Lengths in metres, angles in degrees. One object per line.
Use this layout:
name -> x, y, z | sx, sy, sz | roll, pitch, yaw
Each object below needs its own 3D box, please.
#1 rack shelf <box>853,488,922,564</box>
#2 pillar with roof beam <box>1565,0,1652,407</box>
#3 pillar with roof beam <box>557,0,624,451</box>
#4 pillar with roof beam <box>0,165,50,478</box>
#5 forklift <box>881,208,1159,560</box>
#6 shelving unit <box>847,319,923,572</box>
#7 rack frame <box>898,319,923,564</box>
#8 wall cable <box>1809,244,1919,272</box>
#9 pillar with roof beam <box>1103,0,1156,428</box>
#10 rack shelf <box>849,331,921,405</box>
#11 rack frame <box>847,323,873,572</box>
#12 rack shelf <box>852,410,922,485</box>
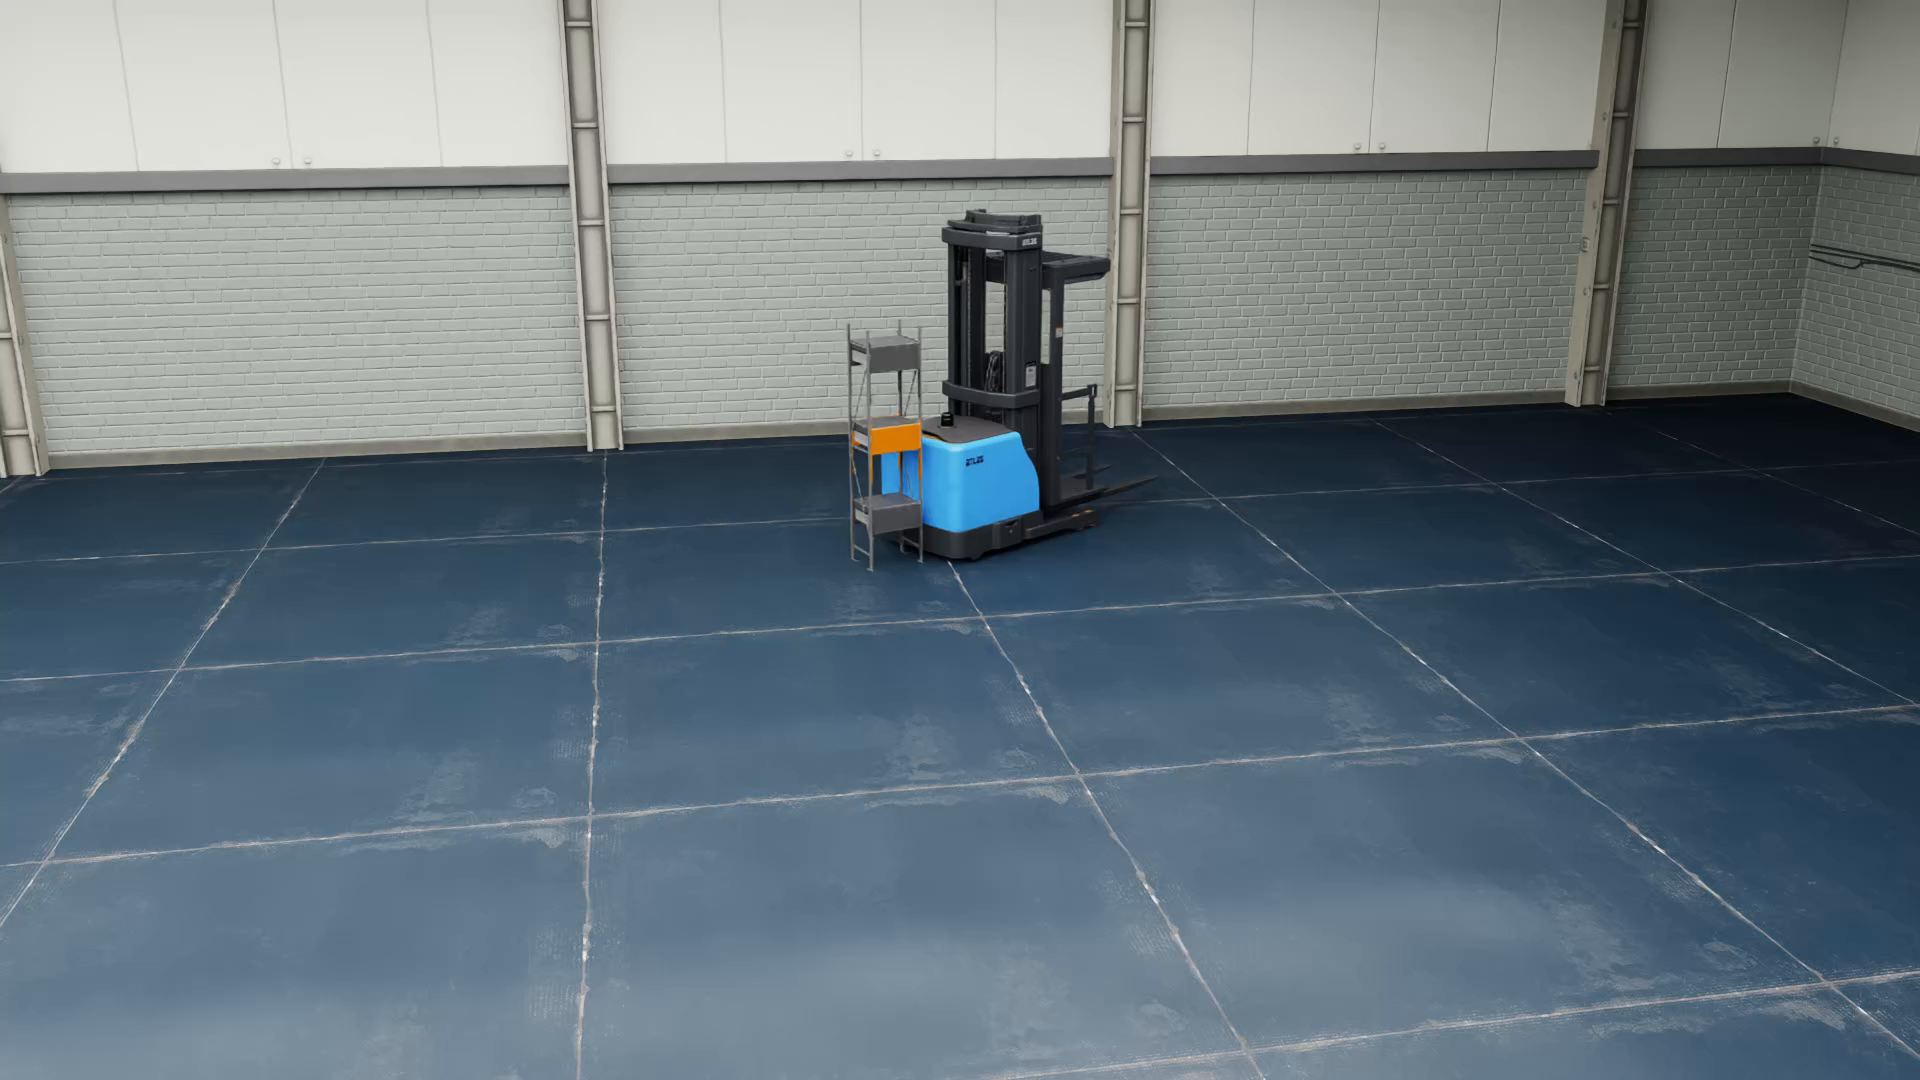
rack shelf -> -0.642, -0.129, 14.525 | 0.480, 0.518, 0.431 | -9, 19, -28
pillar with roof beam -> 8.630, -4.770, 15.455 | 0.400, 9.000, 9.100 | -3, 17, -10
pillar with roof beam -> -3.152, -4.102, 13.279 | 0.400, 9.000, 9.100 | -3, 17, -10
pillar with roof beam -> -9.043, -3.768, 12.191 | 0.400, 9.000, 9.100 | -3, 17, -10
forklift -> 0.678, -1.578, 15.395 | 3.031, 2.935, 1.130 | -16, 23, -42
shelving unit -> -0.642, -0.811, 14.315 | 0.503, 2.100, 0.431 | -9, 19, -28
rack frame -> -0.430, -0.847, 14.430 | 0.015, 2.100, 0.400 | -9, 19, -28
wall cable -> 10.956, -4.310, 19.244 | 0.112, 2.526, 3.097 | -3, 17, -10
pillar with roof beam -> 2.739, -4.436, 14.367 | 0.400, 9.000, 9.100 | -3, 17, -10
rack shelf -> -0.642, -1.467, 14.114 | 0.480, 0.518, 0.431 | -9, 19, -28
rack frame -> -0.854, -0.776, 14.200 | 0.015, 2.100, 0.400 | -9, 19, -28
rack shelf -> -0.642, -0.798, 14.319 | 0.480, 0.518, 0.431 | -9, 19, -28
